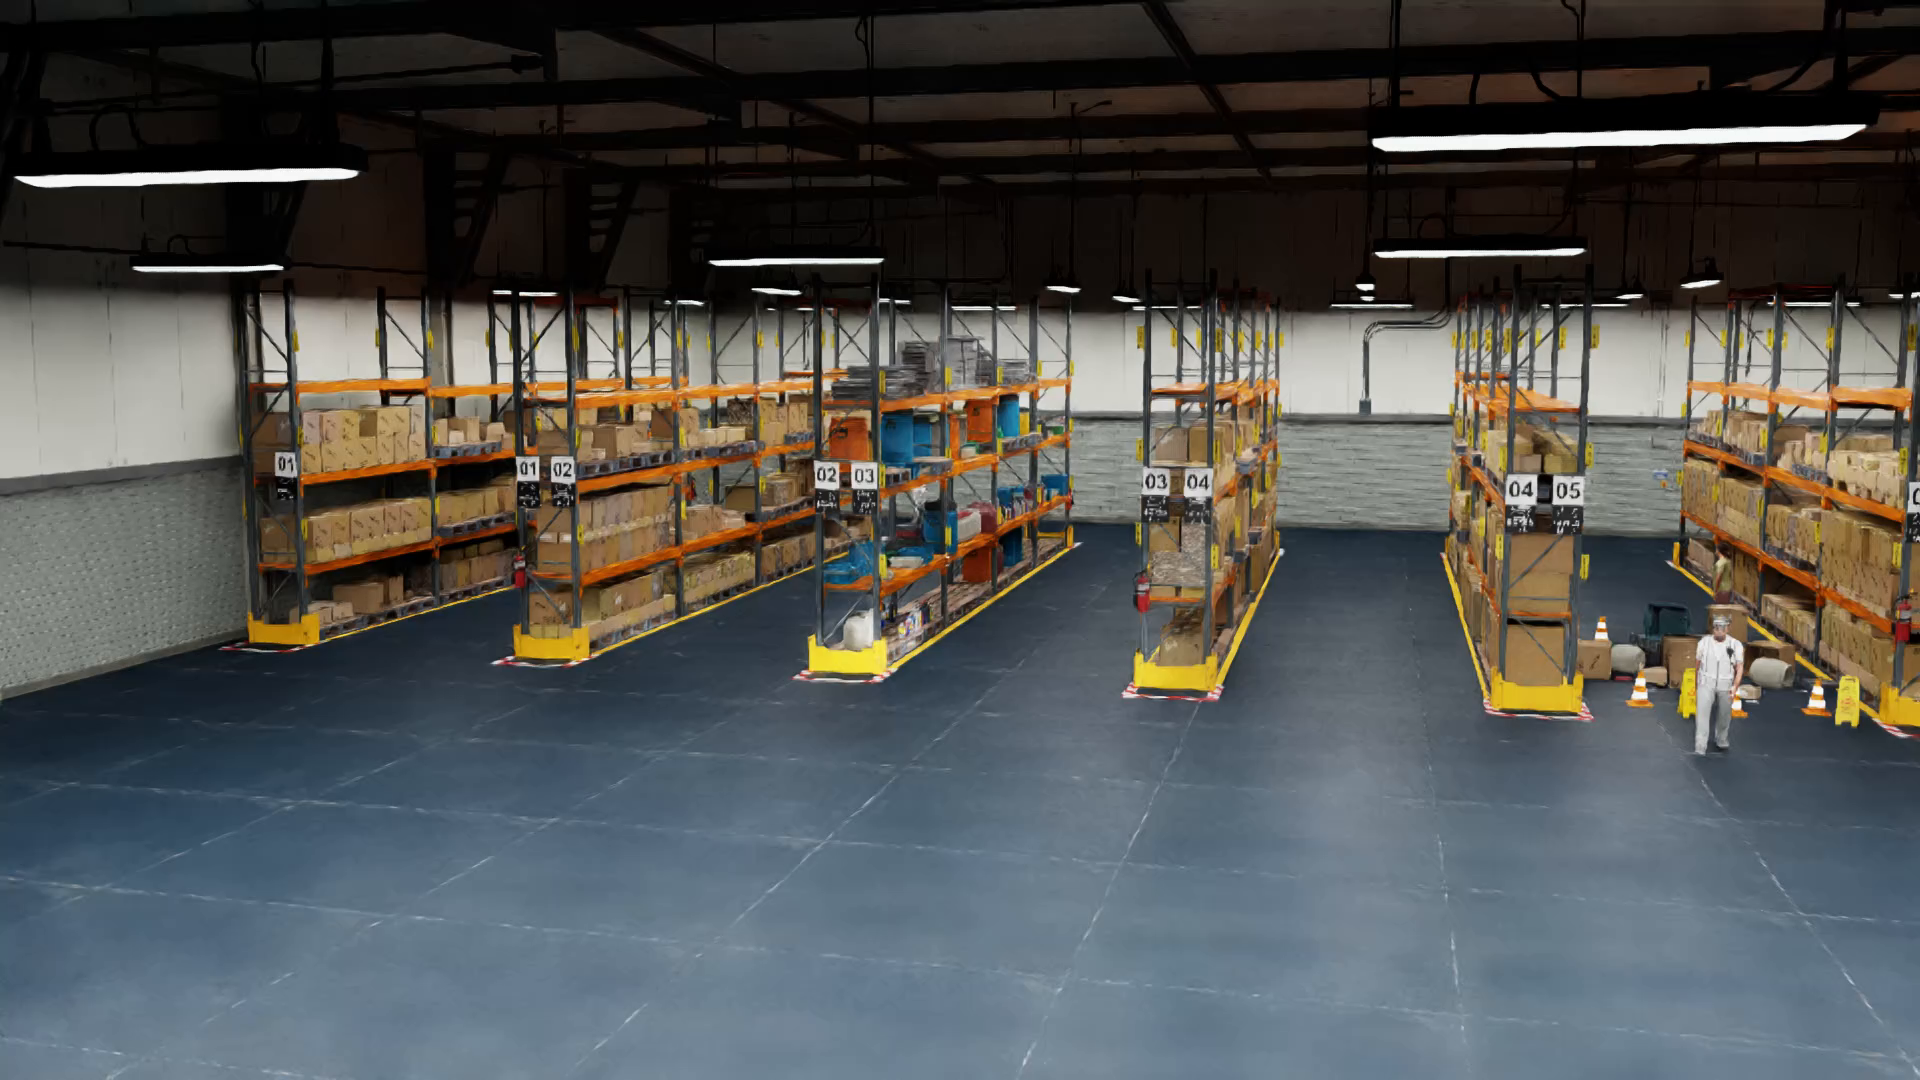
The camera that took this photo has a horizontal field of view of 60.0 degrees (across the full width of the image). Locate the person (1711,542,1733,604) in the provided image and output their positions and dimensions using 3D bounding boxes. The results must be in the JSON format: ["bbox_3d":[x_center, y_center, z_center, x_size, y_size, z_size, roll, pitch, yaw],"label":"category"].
[{"bbox_3d":[12.585,0.856,27.580,0.569,1.668,0.558,5,9,39],"label":"person"}]

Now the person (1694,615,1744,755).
[{"bbox_3d":[9.176,1.734,20.123,0.533,1.707,1.040,3,7,23],"label":"person"}]

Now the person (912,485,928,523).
[{"bbox_3d":[-1.021,-0.843,41.813,0.447,1.676,0.582,5,9,38],"label":"person"}]
